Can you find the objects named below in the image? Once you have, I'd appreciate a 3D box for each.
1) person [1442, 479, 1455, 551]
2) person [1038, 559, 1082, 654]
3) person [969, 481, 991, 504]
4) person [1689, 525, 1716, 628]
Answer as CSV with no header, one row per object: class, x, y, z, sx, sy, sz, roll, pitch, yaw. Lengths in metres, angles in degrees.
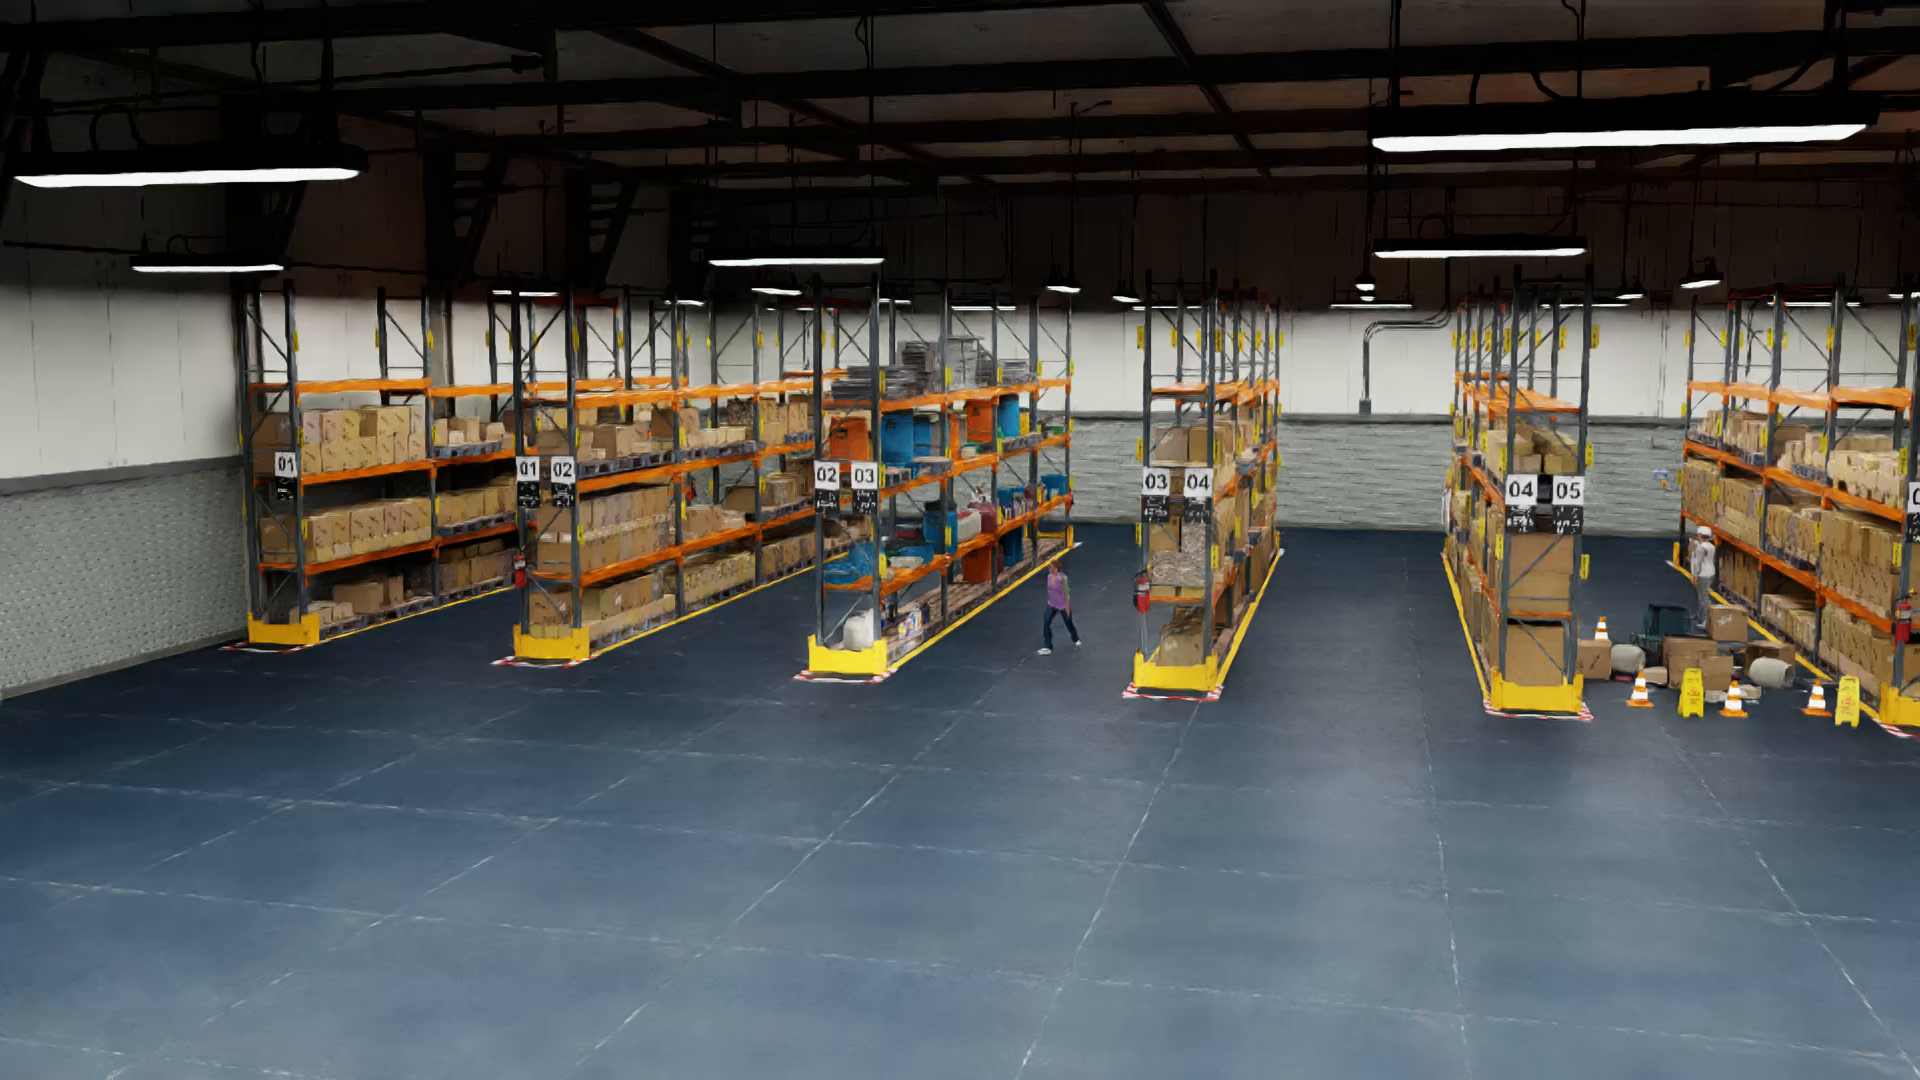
person,11.660,-0.599,39.307,0.547,1.771,0.699,-3,7,-22
person,1.620,1.042,26.674,0.455,1.531,0.868,5,8,35
person,0.496,-0.625,40.288,0.592,1.629,0.526,1,7,12
person,12.965,0.624,29.112,0.586,1.768,0.639,5,9,38
